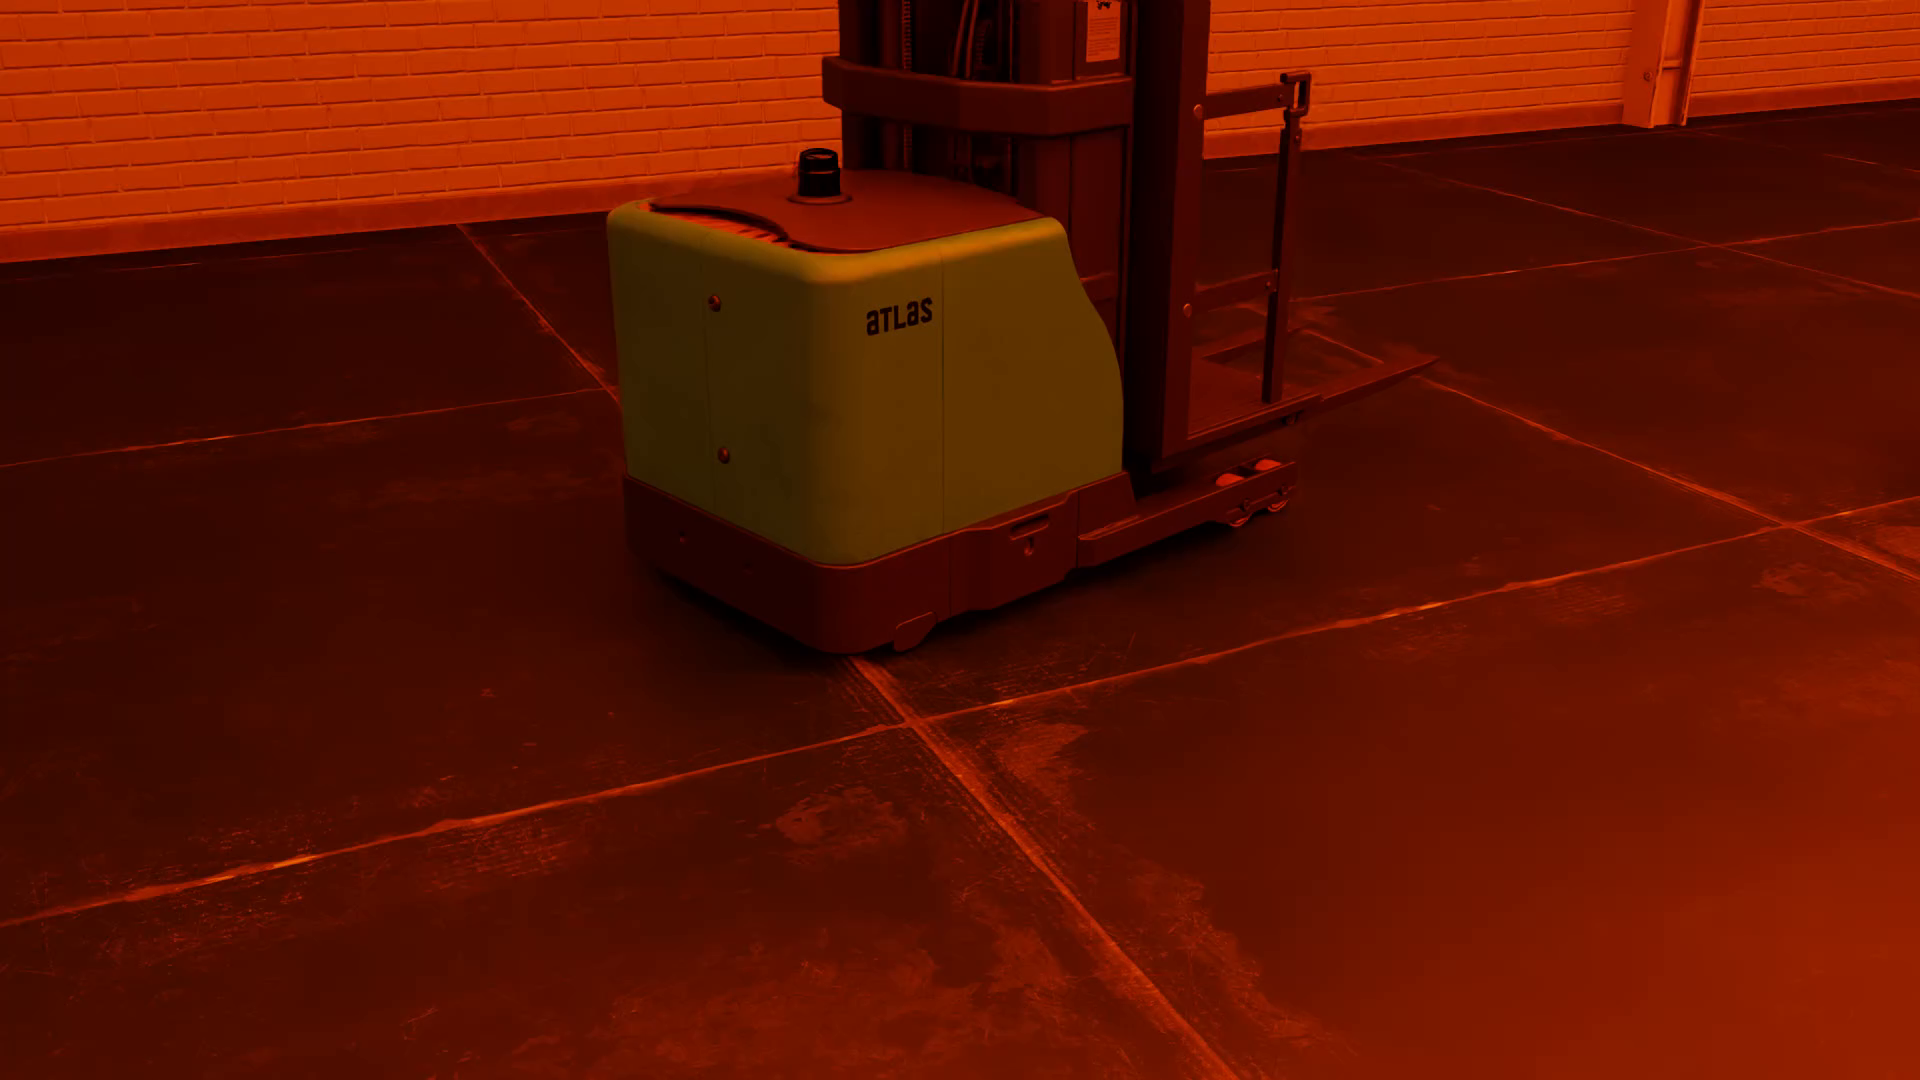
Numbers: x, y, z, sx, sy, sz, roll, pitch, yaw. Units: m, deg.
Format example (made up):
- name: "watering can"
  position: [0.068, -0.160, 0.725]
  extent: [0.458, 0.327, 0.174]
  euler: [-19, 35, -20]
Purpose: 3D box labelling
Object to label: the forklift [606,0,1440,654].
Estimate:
- name: "forklift"
  position: [0.445, -1.523, 4.953]
  extent: [3.031, 2.935, 1.130]
  euler: [-20, 30, -39]
